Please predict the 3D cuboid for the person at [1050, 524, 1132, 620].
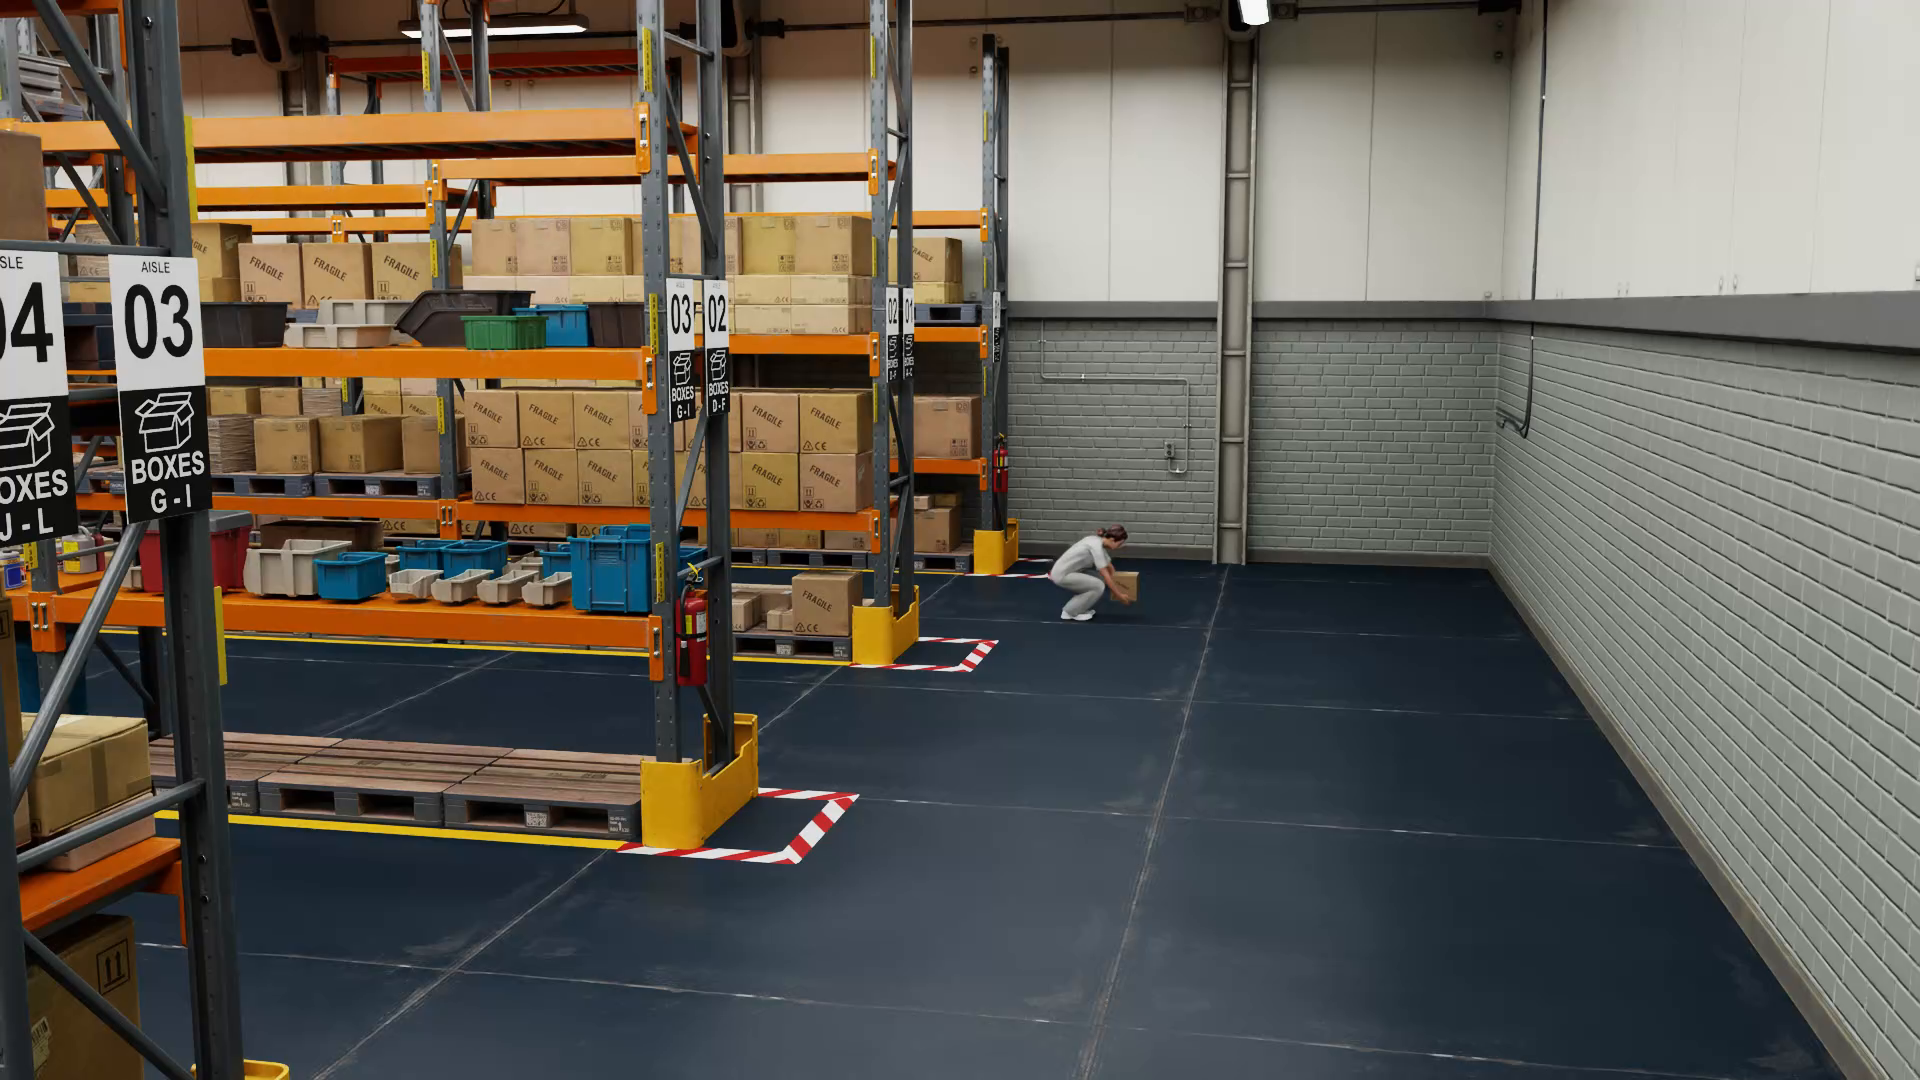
[{"bbox_3d":[1.295,0.307,16.327,0.802,0.932,0.494,2,8,11],"label":"person"}]
